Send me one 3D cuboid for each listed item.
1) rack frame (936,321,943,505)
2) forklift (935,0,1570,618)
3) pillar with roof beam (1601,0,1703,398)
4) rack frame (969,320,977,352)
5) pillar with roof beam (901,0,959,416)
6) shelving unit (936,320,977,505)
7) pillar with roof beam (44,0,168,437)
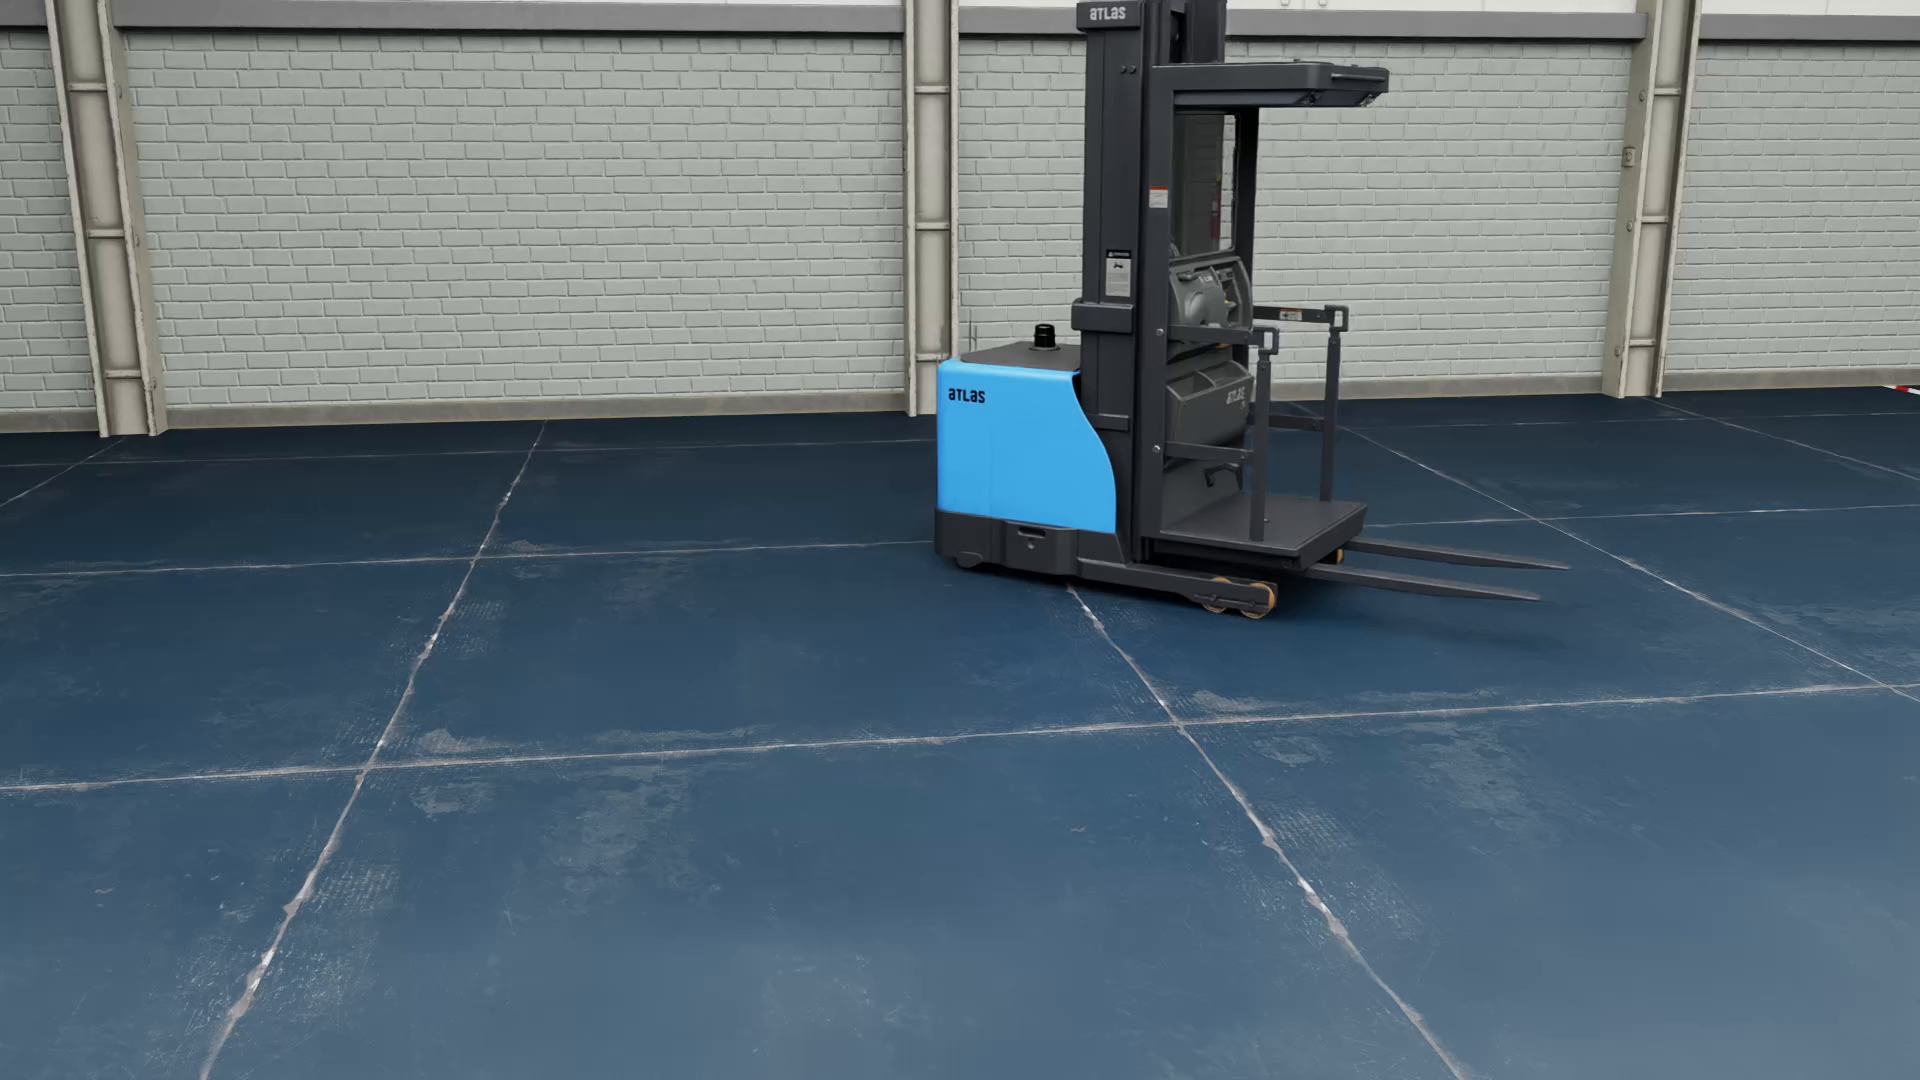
[{"bbox_3d":[-0.111,-0.580,9.066,0.006,1.200,0.240,-2,14,-8],"label":"rack frame"},{"bbox_3d":[1.399,-1.202,7.991,3.031,2.935,1.130,8,16,30],"label":"forklift"},{"bbox_3d":[6.346,-4.566,8.928,0.400,9.000,9.100,-2,14,-8],"label":"pillar with roof beam"},{"bbox_3d":[0.070,-0.586,9.090,0.006,1.200,0.240,-2,14,-8],"label":"rack frame"},{"bbox_3d":[0.413,-4.348,8.061,0.400,9.000,9.100,-2,14,-8],"label":"pillar with roof beam"},{"bbox_3d":[-0.020,-0.583,9.078,0.189,1.200,0.258,-2,14,-8],"label":"shelving unit"},{"bbox_3d":[-5.520,-4.131,7.194,0.400,9.000,9.100,-2,14,-8],"label":"pillar with roof beam"}]
